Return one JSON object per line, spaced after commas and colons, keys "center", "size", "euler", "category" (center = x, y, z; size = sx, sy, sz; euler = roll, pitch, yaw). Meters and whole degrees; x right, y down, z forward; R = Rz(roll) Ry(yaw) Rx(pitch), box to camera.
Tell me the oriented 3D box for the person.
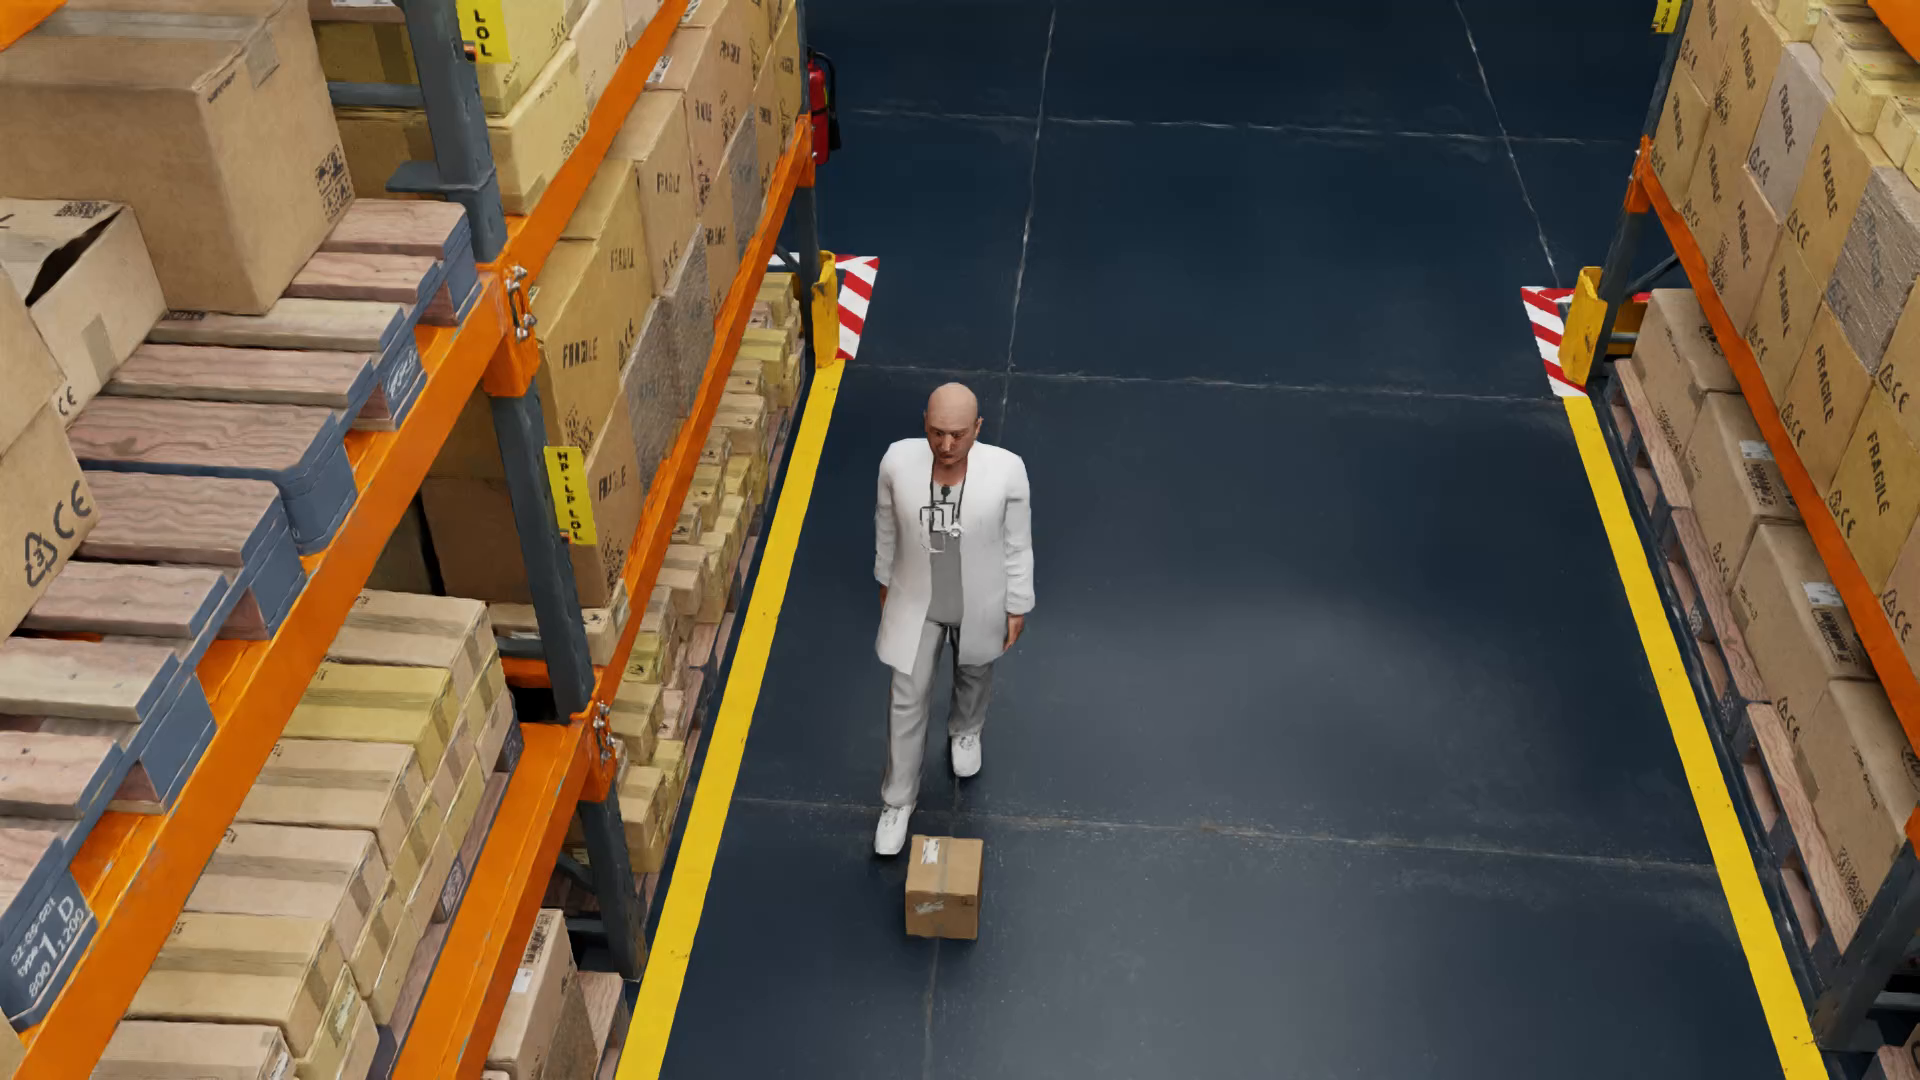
{"center": [-0.034, 0.276, 5.821], "size": [0.586, 1.766, 0.829], "euler": [3, 40, 4], "category": "person"}
